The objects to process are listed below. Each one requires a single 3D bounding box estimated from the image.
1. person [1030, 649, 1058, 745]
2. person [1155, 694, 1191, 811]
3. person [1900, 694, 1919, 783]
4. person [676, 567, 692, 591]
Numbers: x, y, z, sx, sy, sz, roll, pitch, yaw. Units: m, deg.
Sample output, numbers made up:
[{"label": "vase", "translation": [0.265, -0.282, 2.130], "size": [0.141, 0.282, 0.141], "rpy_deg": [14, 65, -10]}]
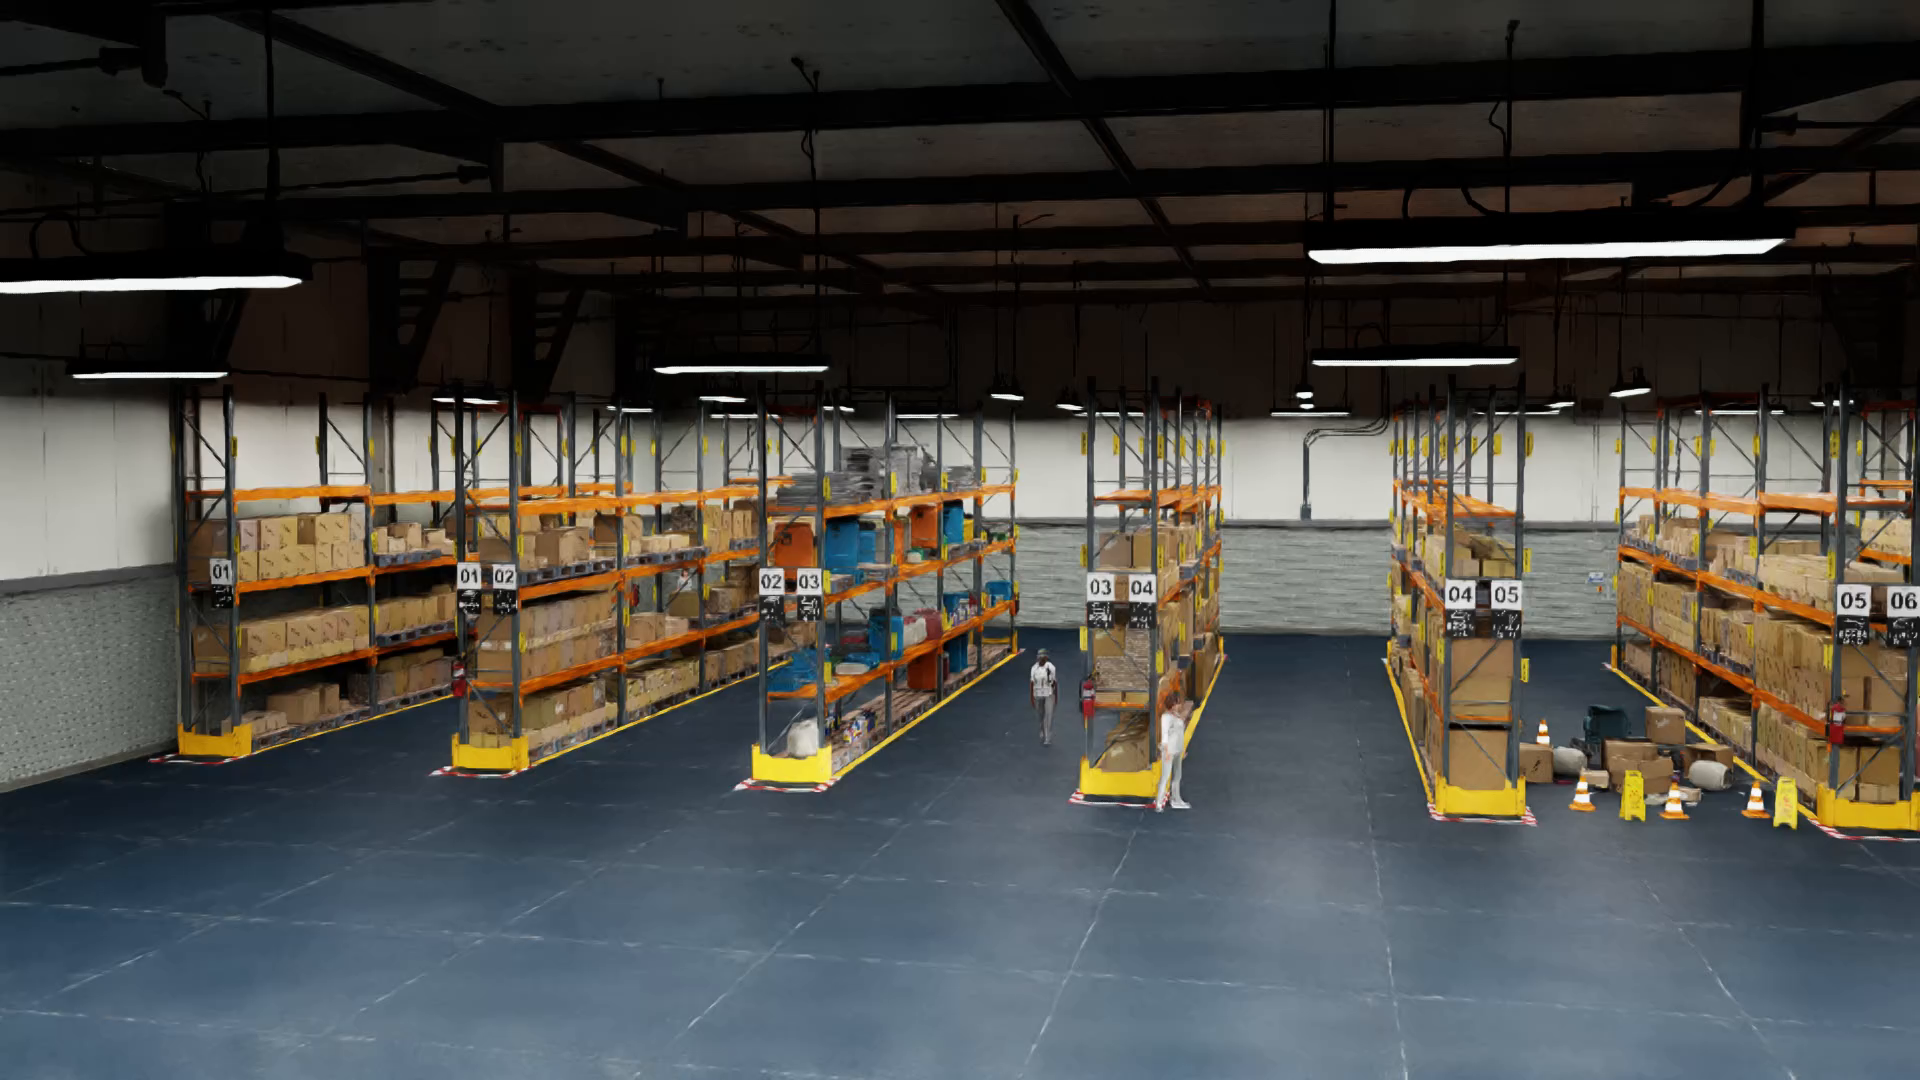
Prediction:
[{"label": "person", "translation": [1.407, 2.623, 28.111], "size": [0.456, 1.578, 1.088], "rpy_deg": [1, 3, 14]}, {"label": "person", "translation": [2.899, 2.916, 22.844], "size": [0.368, 1.599, 0.560], "rpy_deg": [2, 4, 37]}, {"label": "person", "translation": [14.250, 2.764, 24.798], "size": [0.477, 1.675, 0.493], "rpy_deg": [3, 4, 43]}, {"label": "person", "translation": [-7.777, 1.585, 46.235], "size": [0.649, 1.665, 0.495], "rpy_deg": [-2, 4, -29]}]
